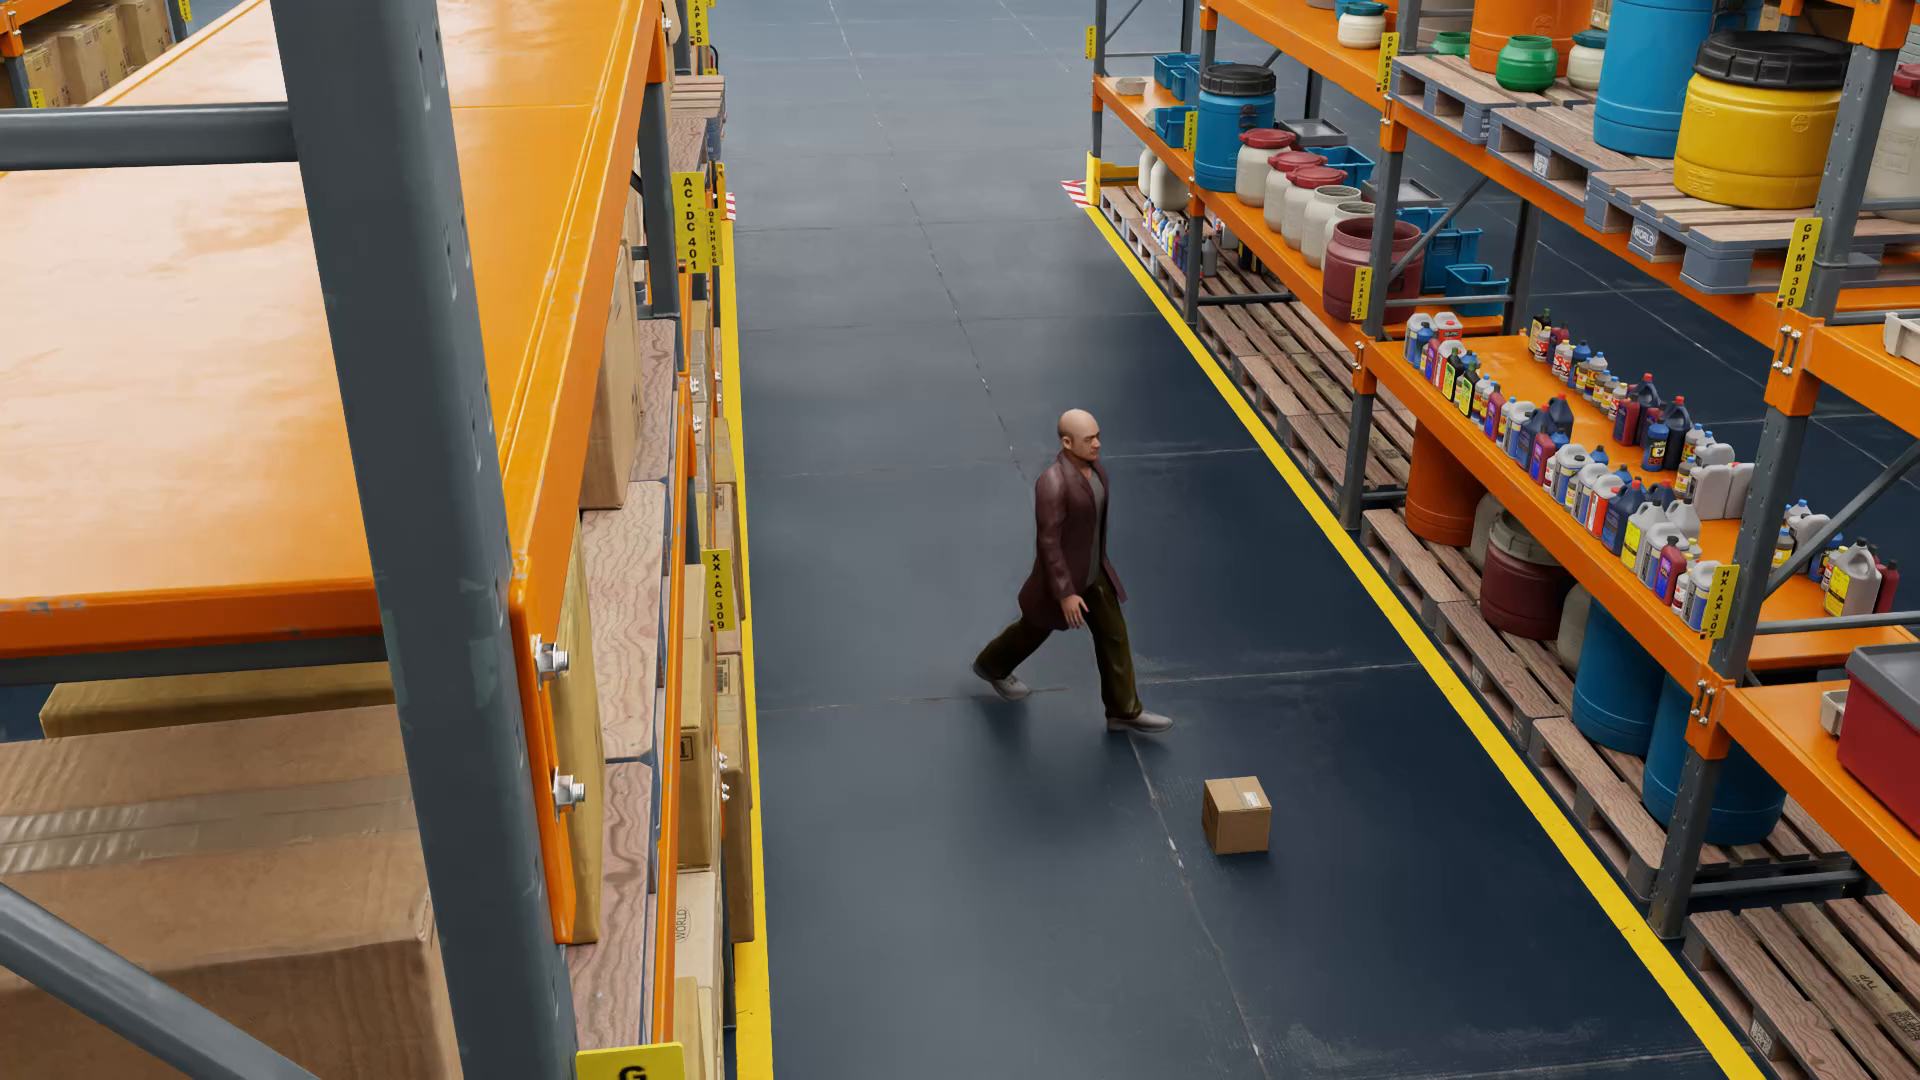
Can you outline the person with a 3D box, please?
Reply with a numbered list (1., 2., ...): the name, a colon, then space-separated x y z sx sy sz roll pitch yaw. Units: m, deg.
1. person: 0.543 0.160 8.331 1.145 1.737 0.602 19 33 33
